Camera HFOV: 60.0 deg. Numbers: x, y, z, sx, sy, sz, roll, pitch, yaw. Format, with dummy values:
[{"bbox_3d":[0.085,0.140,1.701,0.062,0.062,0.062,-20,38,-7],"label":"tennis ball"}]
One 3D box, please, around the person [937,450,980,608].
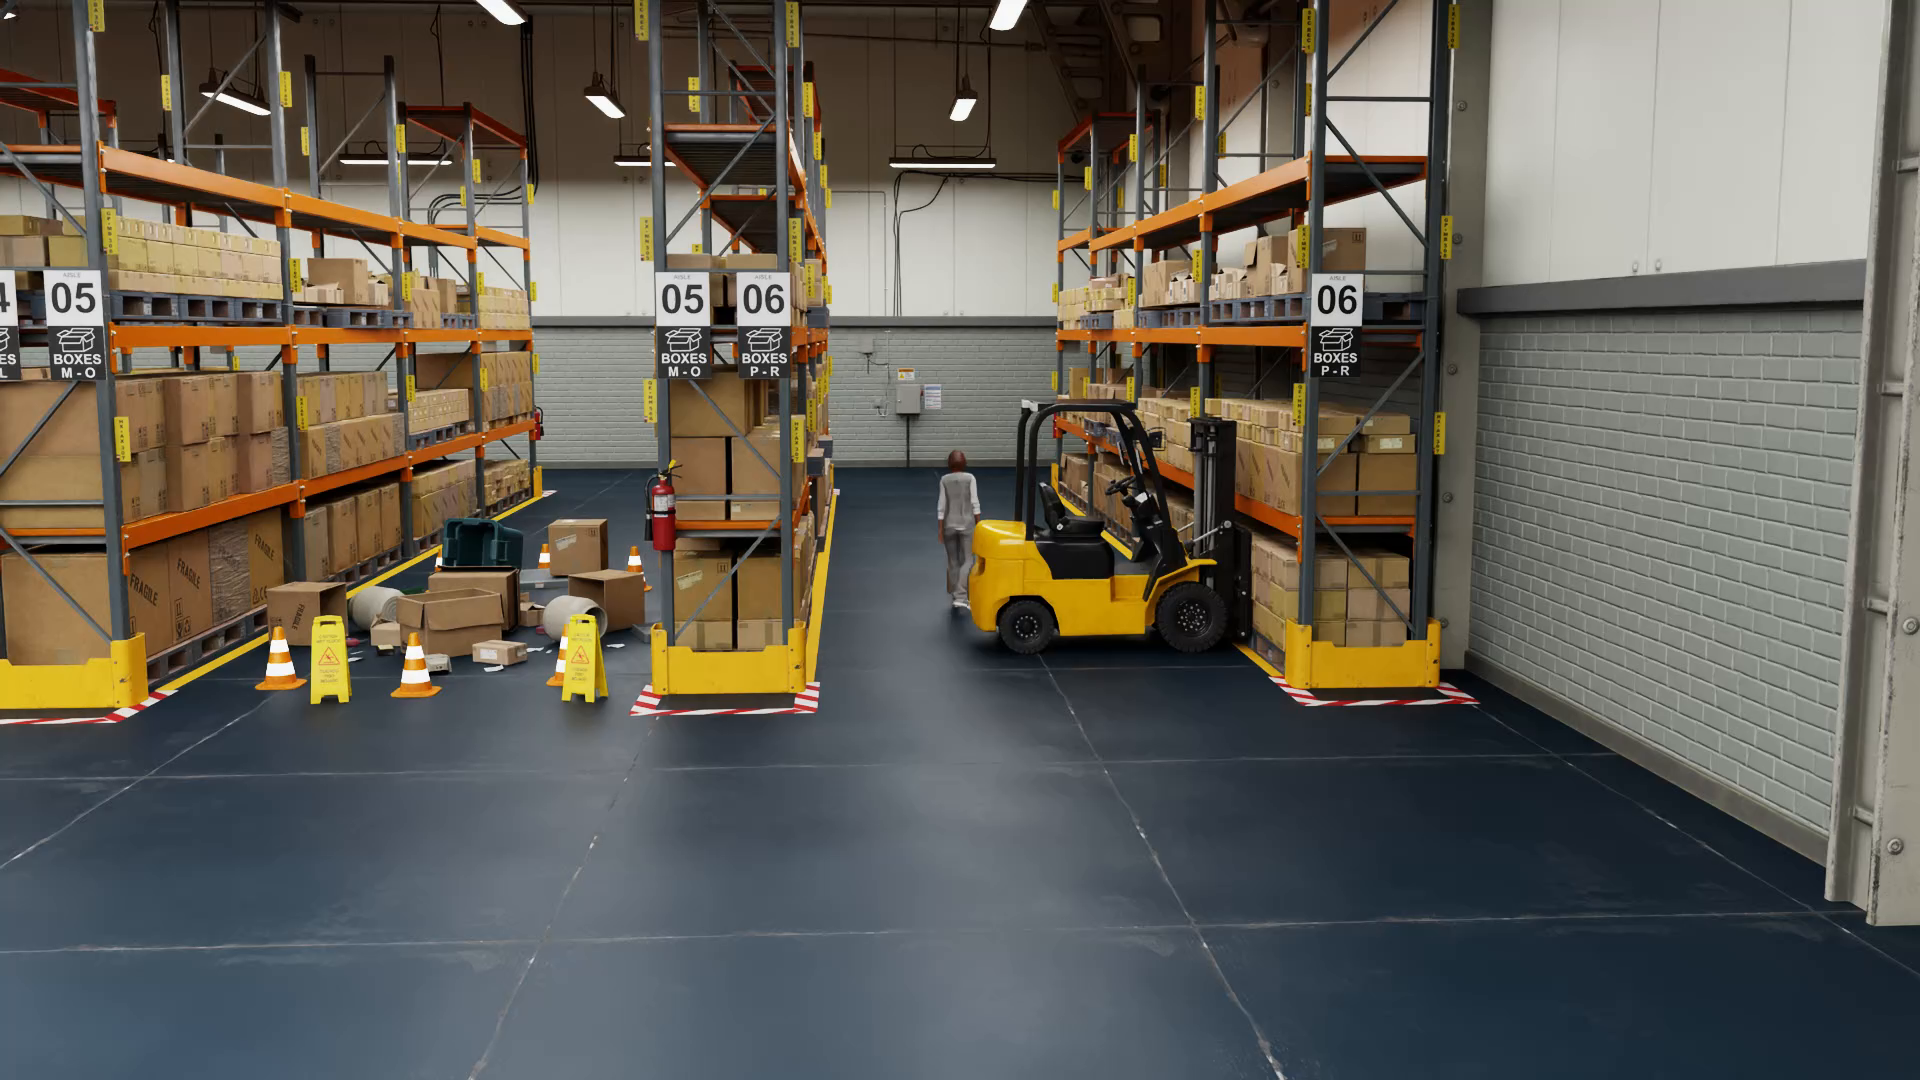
[{"bbox_3d":[-0.019,-0.096,16.566,0.441,1.591,0.524,1,7,11],"label":"person"}]
